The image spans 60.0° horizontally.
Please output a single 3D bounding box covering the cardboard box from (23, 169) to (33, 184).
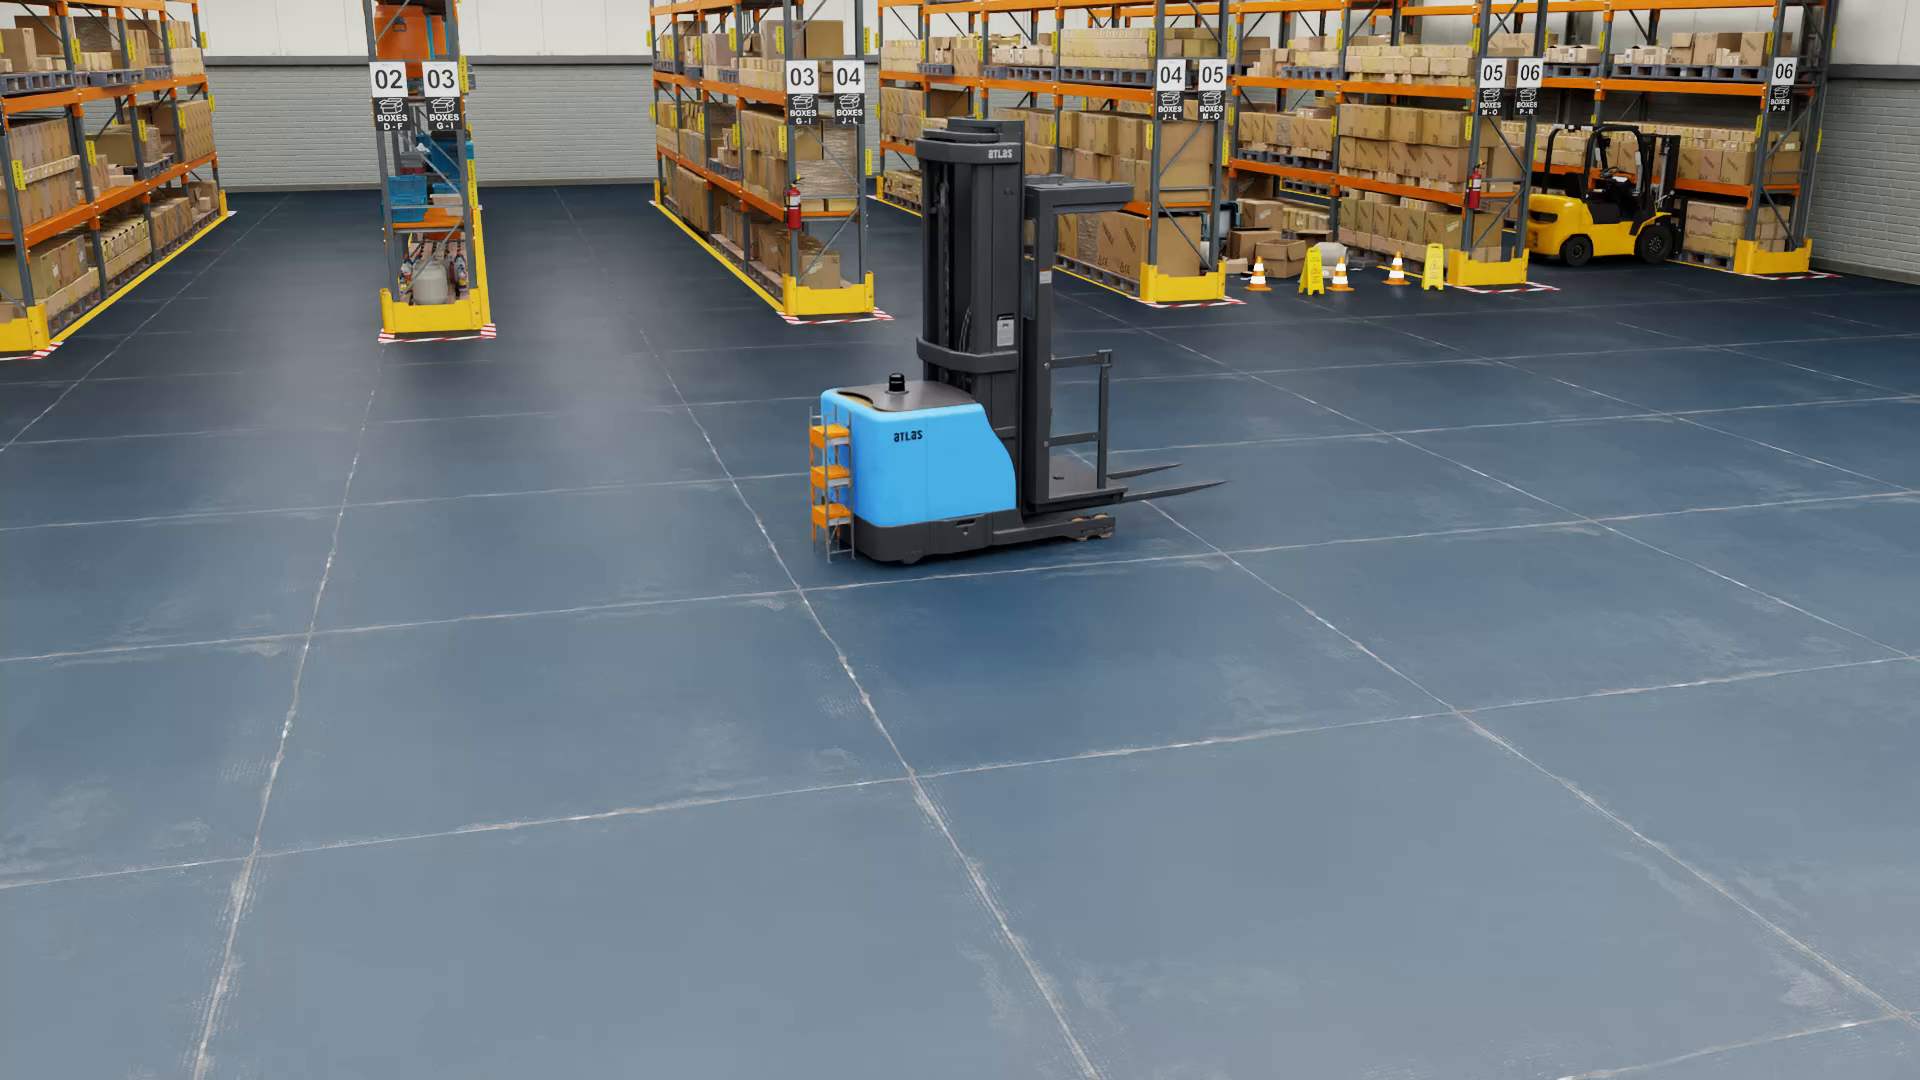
[{"bbox_3d":[-11.351,-4.350,19.919,0.380,0.149,0.250,-5,17,-16],"label":"cardboard box"}]

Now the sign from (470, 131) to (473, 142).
[{"bbox_3d":[-9.246,-7.540,31.357,0.100,0.325,0.005,-5,17,-15],"label":"sign"}]

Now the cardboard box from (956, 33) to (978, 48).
[{"bbox_3d":[0.149,-9.310,31.014,0.396,0.266,0.258,-5,17,-15],"label":"cardboard box"}]

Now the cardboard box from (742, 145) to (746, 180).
[{"bbox_3d":[-2.750,-5.604,24.703,0.875,0.500,0.500,-5,17,-15],"label":"cardboard box"}]

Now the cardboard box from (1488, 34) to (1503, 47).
[{"bbox_3d":[10.351,-9.340,31.541,0.500,0.500,0.500,-5,17,-15],"label":"cardboard box"}]

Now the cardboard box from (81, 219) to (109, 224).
[{"bbox_3d":[-13.578,-4.852,25.965,0.500,0.311,0.500,-4,17,-13],"label":"cardboard box"}]

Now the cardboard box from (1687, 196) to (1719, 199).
[{"bbox_3d":[12.233,-5.544,27.506,0.500,0.250,0.500,-5,17,-16],"label":"cardboard box"}]

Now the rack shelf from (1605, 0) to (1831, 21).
[{"bbox_3d":[12.035,-8.504,26.565,1.077,0.370,4.000,-5,17,-15],"label":"rack shelf"}]

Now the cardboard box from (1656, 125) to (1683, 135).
[{"bbox_3d":[11.718,-6.759,27.422,0.380,0.149,0.250,-5,17,-15],"label":"cardboard box"}]

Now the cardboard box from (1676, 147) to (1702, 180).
[{"bbox_3d":[11.923,-6.063,26.747,0.500,0.500,0.500,-5,17,-16],"label":"cardboard box"}]

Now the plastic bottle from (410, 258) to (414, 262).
[{"bbox_3d":[-7.795,-3.848,23.517,0.152,0.276,0.135,-4,17,-13],"label":"plastic bottle"}]

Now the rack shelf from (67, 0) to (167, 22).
[{"bbox_3d":[-13.989,-8.758,27.410,1.077,0.370,4.000,-5,17,-15],"label":"rack shelf"}]

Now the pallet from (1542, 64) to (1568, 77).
[{"bbox_3d":[10.969,-8.683,30.758,1.003,0.211,1.213,-4,17,-13],"label":"pallet"}]

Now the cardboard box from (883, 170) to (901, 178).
[{"bbox_3d":[-1.498,-8.175,37.146,0.380,0.149,0.250,-6,18,-18],"label":"cardboard box"}]

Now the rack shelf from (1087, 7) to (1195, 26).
[{"bbox_3d":[3.966,-11.430,36.306,1.077,0.370,4.000,-5,17,-15],"label":"rack shelf"}]

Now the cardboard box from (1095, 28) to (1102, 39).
[{"bbox_3d":[2.174,-7.306,23.993,0.380,0.149,0.250,-5,17,-16],"label":"cardboard box"}]

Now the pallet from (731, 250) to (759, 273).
[{"bbox_3d":[-3.030,-4.423,26.309,1.003,0.211,1.213,-5,17,-15],"label":"pallet"}]

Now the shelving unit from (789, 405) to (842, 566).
[{"bbox_3d":[-0.985,-0.373,11.346,0.215,1.050,0.252,-11,19,-22],"label":"shelving unit"}]

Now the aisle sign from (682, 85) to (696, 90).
[{"bbox_3d":[-5.843,-10.151,36.012,0.394,0.787,0.004,-5,17,-15],"label":"aisle sign"}]

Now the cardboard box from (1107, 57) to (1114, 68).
[{"bbox_3d":[2.316,-6.783,23.637,0.380,0.149,0.250,-5,17,-15],"label":"cardboard box"}]

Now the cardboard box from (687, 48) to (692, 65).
[{"bbox_3d":[-4.798,-9.040,31.045,0.500,0.311,0.500,-5,18,-17],"label":"cardboard box"}]

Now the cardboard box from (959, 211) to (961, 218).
[{"bbox_3d":[0.151,-6.468,31.885,0.500,0.500,0.500,-6,18,-18],"label":"cardboard box"}]

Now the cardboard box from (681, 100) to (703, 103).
[{"bbox_3d":[-5.725,-9.178,35.733,0.500,0.500,0.500,-4,17,-15],"label":"cardboard box"}]

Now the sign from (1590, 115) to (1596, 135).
[{"bbox_3d":[10.967,-7.191,28.802,0.100,0.325,0.005,-5,17,-15],"label":"sign"}]

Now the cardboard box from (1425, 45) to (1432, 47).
[{"bbox_3d":[9.651,-9.955,33.716,0.380,0.149,0.250,-5,17,-15],"label":"cardboard box"}]

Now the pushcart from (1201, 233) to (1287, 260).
[{"bbox_3d":[4.536,-4.877,27.530,1.648,0.377,0.936,-12,20,-34],"label":"pushcart"}]

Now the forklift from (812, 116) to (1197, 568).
[{"bbox_3d":[0.438,-1.534,11.963,3.031,2.935,1.130,-12,21,-35],"label":"forklift"}]

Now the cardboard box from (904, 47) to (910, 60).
[{"bbox_3d":[-0.867,-10.120,34.607,0.500,0.250,0.500,-4,17,-13],"label":"cardboard box"}]

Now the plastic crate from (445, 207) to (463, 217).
[{"bbox_3d":[-6.414,-4.192,21.151,0.298,0.136,0.250,-5,17,-15],"label":"plastic crate"}]

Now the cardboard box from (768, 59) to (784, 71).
[{"bbox_3d":[-2.322,-6.260,21.932,0.380,0.149,0.250,-5,17,-15],"label":"cardboard box"}]

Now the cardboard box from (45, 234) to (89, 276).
[{"bbox_3d":[-11.876,-3.754,21.981,0.500,0.500,0.500,-5,17,-15],"label":"cardboard box"}]

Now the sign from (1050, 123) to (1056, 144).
[{"bbox_3d":[1.464,-6.378,26.096,0.100,0.325,0.005,-5,17,-15],"label":"sign"}]

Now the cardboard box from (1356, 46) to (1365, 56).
[{"bbox_3d":[6.586,-7.842,26.682,0.380,0.149,0.250,-4,17,-14],"label":"cardboard box"}]

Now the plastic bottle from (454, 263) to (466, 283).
[{"bbox_3d":[-6.940,-3.715,23.074,0.152,0.276,0.135,-4,17,-14],"label":"plastic bottle"}]

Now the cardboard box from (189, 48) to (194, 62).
[{"bbox_3d":[-14.980,-9.285,31.828,0.500,0.250,0.500,-5,17,-15],"label":"cardboard box"}]

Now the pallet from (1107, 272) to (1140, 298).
[{"bbox_3d":[2.787,-3.680,23.837,1.003,0.211,1.213,-5,17,-15],"label":"pallet"}]

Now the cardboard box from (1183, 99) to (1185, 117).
[{"bbox_3d":[4.662,-8.644,33.603,0.500,0.500,0.500,-5,17,-17],"label":"cardboard box"}]

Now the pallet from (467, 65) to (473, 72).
[{"bbox_3d":[-9.466,-8.501,30.154,1.213,0.211,1.003,-5,17,-15],"label":"pallet"}]

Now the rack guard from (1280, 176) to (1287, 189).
[{"bbox_3d":[8.209,-8.821,40.449,1.175,0.500,0.348,-5,17,-15],"label":"rack guard"}]

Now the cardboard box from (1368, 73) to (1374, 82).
[{"bbox_3d":[6.757,-7.400,26.597,0.380,0.149,0.250,-5,17,-15],"label":"cardboard box"}]

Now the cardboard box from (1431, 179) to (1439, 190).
[{"bbox_3d":[7.279,-5.320,24.886,0.380,0.149,0.250,-5,17,-16],"label":"cardboard box"}]

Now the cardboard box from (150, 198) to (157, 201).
[{"bbox_3d":[-14.640,-5.834,29.741,0.500,0.500,0.500,-6,18,-18],"label":"cardboard box"}]

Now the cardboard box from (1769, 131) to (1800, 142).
[{"bbox_3d":[12.698,-6.224,25.641,0.380,0.149,0.250,-5,17,-16],"label":"cardboard box"}]

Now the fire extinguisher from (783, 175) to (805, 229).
[{"bbox_3d":[-2.127,-4.331,21.292,0.296,0.674,0.183,-5,17,-15],"label":"fire extinguisher"}]

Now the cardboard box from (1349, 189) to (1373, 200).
[{"bbox_3d":[6.593,-5.657,27.188,0.380,0.149,0.250,-4,17,-14],"label":"cardboard box"}]

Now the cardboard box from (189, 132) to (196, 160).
[{"bbox_3d":[-14.560,-7.325,30.951,0.500,0.500,0.500,-4,17,-14],"label":"cardboard box"}]

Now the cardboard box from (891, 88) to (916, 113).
[{"bbox_3d":[-1.181,-9.466,35.821,0.500,0.500,0.500,-5,17,-16],"label":"cardboard box"}]

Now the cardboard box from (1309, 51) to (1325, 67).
[{"bbox_3d":[6.280,-8.183,28.296,0.500,0.250,0.500,-4,17,-15],"label":"cardboard box"}]

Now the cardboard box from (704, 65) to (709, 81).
[{"bbox_3d":[-4.029,-7.864,27.965,0.500,0.250,0.500,-4,17,-14],"label":"cardboard box"}]

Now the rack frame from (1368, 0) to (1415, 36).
[{"bbox_3d":[9.287,-11.806,35.613,1.000,3.000,0.127,-5,17,-15],"label":"rack frame"}]

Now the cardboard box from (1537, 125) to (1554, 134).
[{"bbox_3d":[10.799,-7.507,30.427,0.380,0.149,0.250,-5,17,-15],"label":"cardboard box"}]

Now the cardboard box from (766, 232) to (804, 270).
[{"bbox_3d":[-2.578,-4.275,24.586,0.500,0.500,0.500,1,17,2],"label":"cardboard box"}]

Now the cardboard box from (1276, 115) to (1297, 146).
[{"bbox_3d":[5.948,-7.253,29.462,0.500,0.500,0.500,-5,18,-17],"label":"cardboard box"}]

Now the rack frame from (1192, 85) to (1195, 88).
[{"bbox_3d":[4.516,-8.539,35.166,1.000,3.000,0.127,-5,17,-15],"label":"rack frame"}]

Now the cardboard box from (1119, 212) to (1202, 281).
[{"bbox_3d":[2.832,-4.167,23.572,0.875,0.875,0.875,-5,17,-15],"label":"cardboard box"}]
